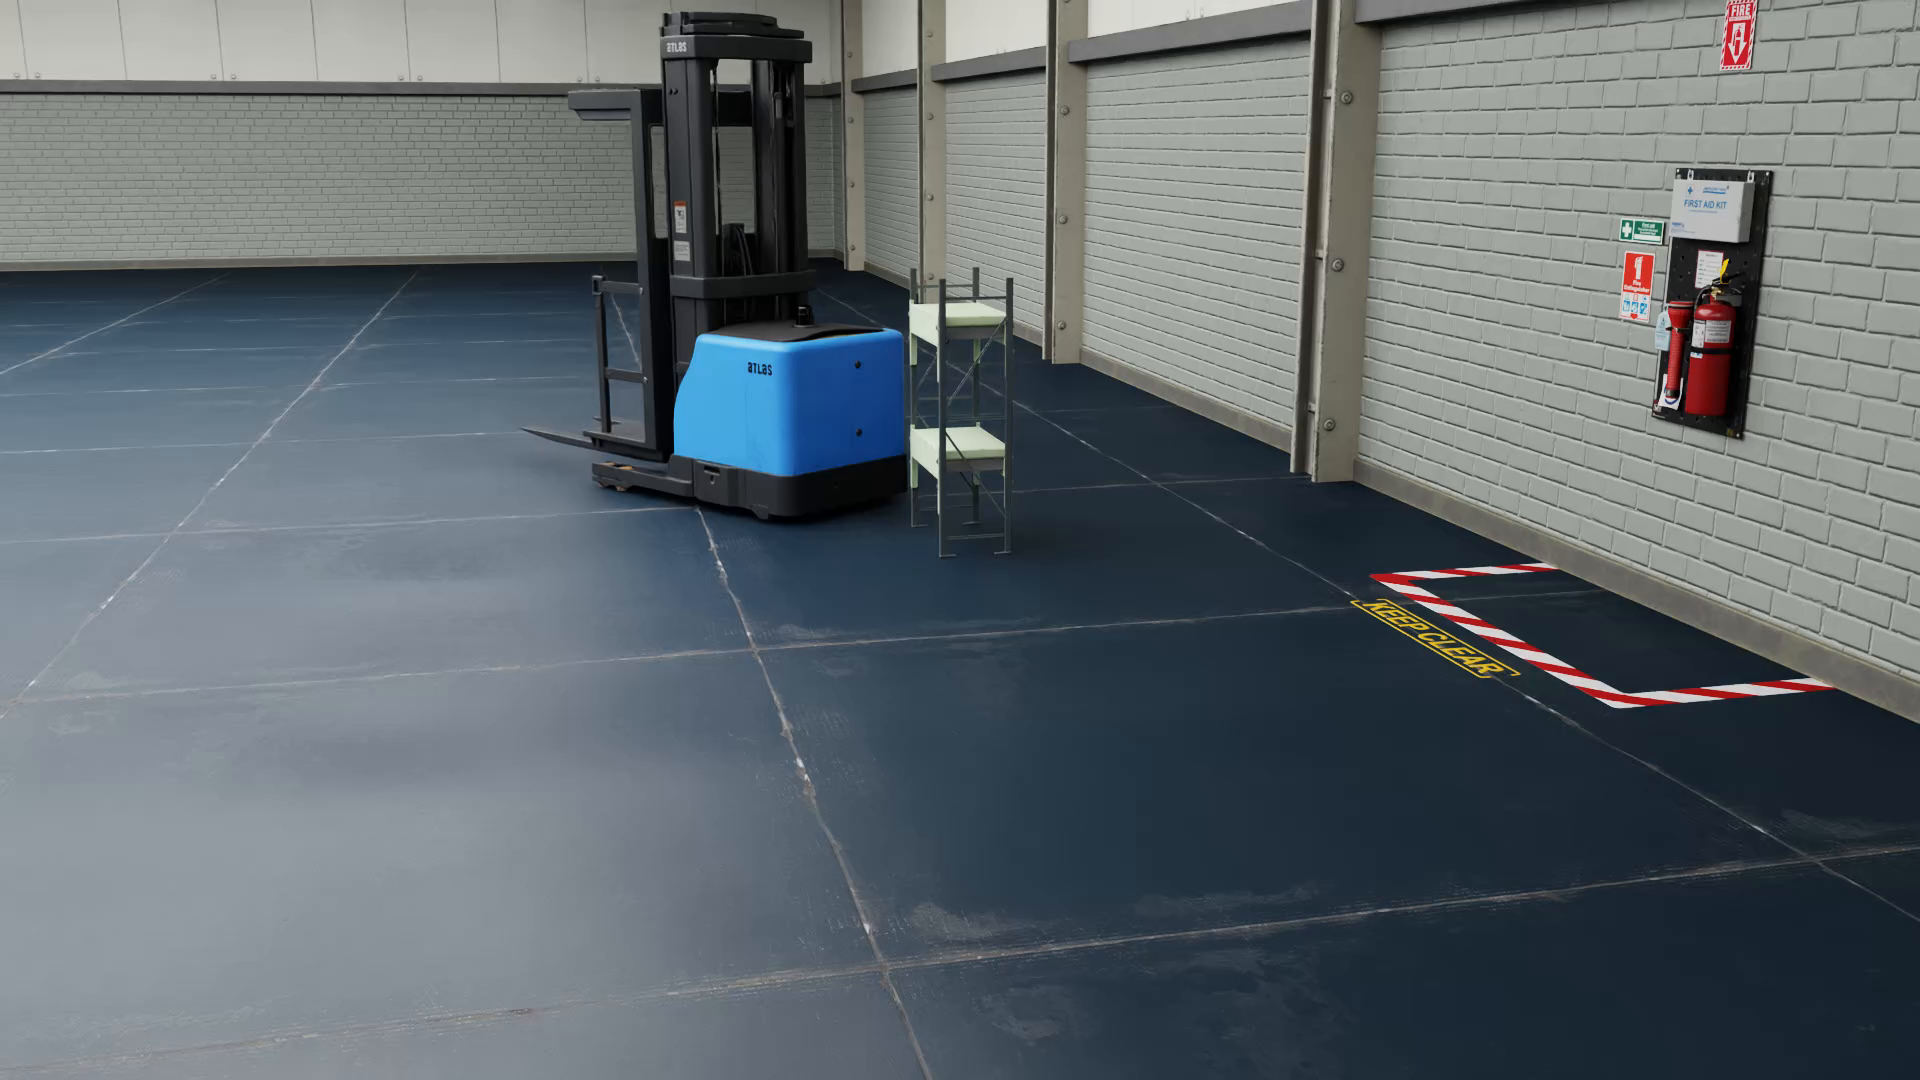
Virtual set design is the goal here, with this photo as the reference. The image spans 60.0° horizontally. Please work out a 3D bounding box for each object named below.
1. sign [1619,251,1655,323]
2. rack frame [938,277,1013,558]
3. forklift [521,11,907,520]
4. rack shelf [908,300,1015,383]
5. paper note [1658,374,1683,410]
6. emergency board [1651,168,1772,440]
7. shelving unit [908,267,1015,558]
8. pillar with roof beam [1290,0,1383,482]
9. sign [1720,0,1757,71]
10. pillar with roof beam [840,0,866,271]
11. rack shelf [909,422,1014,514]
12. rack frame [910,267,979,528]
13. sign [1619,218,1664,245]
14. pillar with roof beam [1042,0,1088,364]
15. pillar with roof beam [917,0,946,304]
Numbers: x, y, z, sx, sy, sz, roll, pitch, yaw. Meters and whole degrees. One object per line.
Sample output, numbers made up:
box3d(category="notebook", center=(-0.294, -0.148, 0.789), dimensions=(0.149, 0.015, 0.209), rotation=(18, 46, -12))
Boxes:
box3d(category="sign", center=(3.284, -1.231, 8.069), dimensions=(0.001, 0.329, 0.234), rotation=(-3, 14, -13))
box3d(category="rack frame", center=(0.084, -0.646, 8.910), dimensions=(0.400, 1.500, 0.023), rotation=(-3, 14, -13))
box3d(category="forklift", center=(-1.757, -1.814, 10.676), dimensions=(3.031, 2.935, 1.130), rotation=(12, 18, 41))
box3d(category="rack shelf", center=(-0.002, -1.109, 9.163), dimensions=(0.431, 0.370, 0.720), rotation=(-3, 14, -13))
box3d(category="paper note", center=(3.339, -0.697, 7.815), dimensions=(0.016, 0.148, 0.142), rotation=(-3, 14, -13))
box3d(category="emergency board", center=(3.314, -1.080, 7.527), dimensions=(0.194, 1.169, 0.643), rotation=(-3, 14, -13))
box3d(category="shelving unit", center=(-0.002, -0.730, 9.255), dimensions=(0.431, 1.500, 0.755), rotation=(-3, 14, -13))
box3d(category="pillar with roof beam", center=(-1.737, -4.566, 9.157), dimensions=(9.100, 9.000, 0.400), rotation=(-3, 14, -13))
box3d(category="sign", center=(3.409, -2.214, 7.283), dimensions=(0.001, 0.298, 0.199), rotation=(-3, 14, -13))
box3d(category="pillar with roof beam", center=(-5.964, -8.719, 26.153), dimensions=(9.100, 9.000, 0.400), rotation=(-3, 14, -13))
box3d(category="rack shelf", center=(-0.002, -0.413, 9.333), dimensions=(0.431, 0.370, 0.720), rotation=(-3, 14, -13))
box3d(category="rack frame", center=(-0.088, -0.815, 9.601), dimensions=(0.400, 1.500, 0.023), rotation=(-3, 14, -13))
box3d(category="sign", center=(3.277, -1.487, 8.000), dimensions=(0.001, 0.109, 0.331), rotation=(-3, 14, -13))
box3d(category="pillar with roof beam", center=(-3.146, -5.950, 14.822), dimensions=(9.100, 9.000, 0.400), rotation=(-3, 14, -13))
box3d(category="pillar with roof beam", center=(-4.555, -7.335, 20.488), dimensions=(9.100, 9.000, 0.400), rotation=(-3, 14, -13))
